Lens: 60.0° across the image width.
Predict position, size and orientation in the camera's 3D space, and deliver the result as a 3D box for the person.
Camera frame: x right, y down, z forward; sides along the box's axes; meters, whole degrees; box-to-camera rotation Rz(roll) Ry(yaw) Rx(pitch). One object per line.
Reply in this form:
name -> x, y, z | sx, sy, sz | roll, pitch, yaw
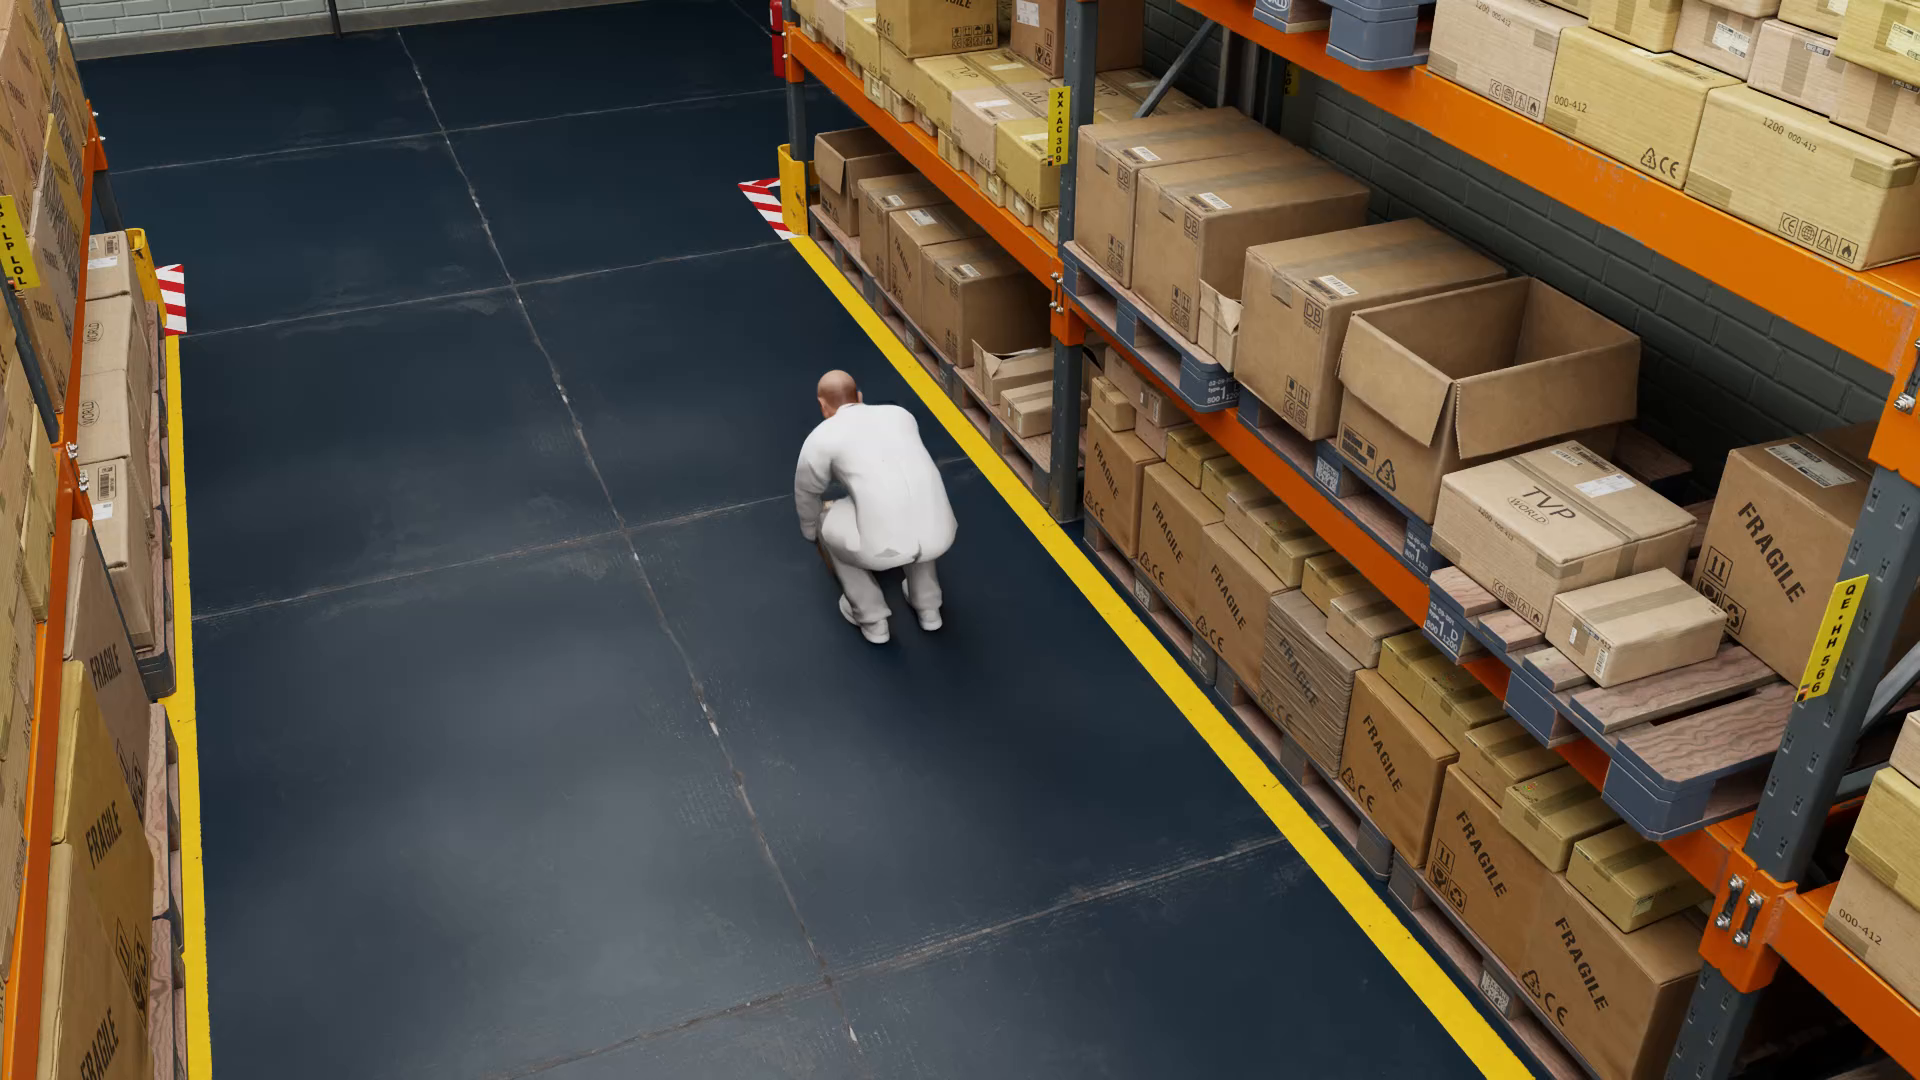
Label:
person -> -0.360, -0.143, 7.085 | 0.611, 1.003, 0.898 | -13, 35, -19
